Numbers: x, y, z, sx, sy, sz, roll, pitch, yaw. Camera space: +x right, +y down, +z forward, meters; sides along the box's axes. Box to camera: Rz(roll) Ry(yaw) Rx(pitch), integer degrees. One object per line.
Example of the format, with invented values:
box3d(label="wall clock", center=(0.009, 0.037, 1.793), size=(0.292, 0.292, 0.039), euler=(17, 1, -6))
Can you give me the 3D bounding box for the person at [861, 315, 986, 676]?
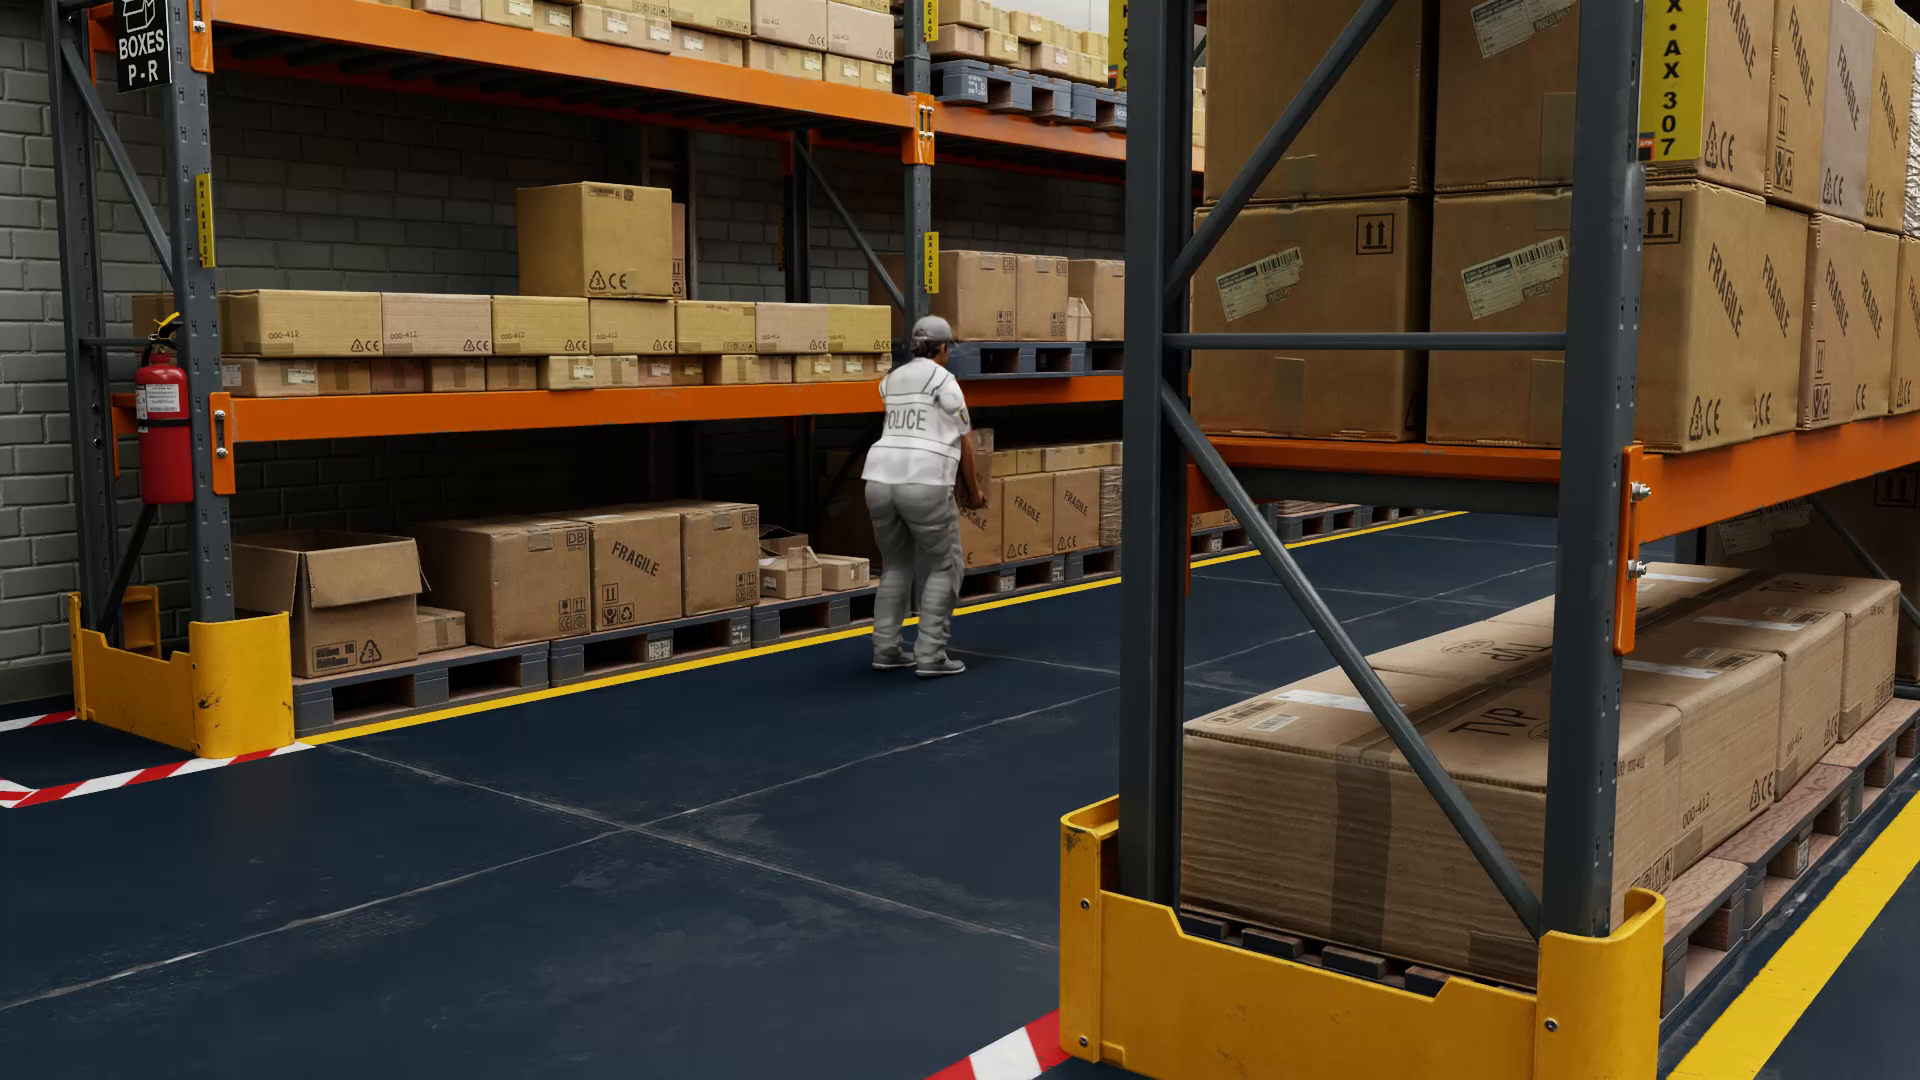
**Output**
box3d(label="person", center=(-0.168, -0.208, 7.631), size=(0.452, 1.638, 0.581), euler=(5, 9, 37))
